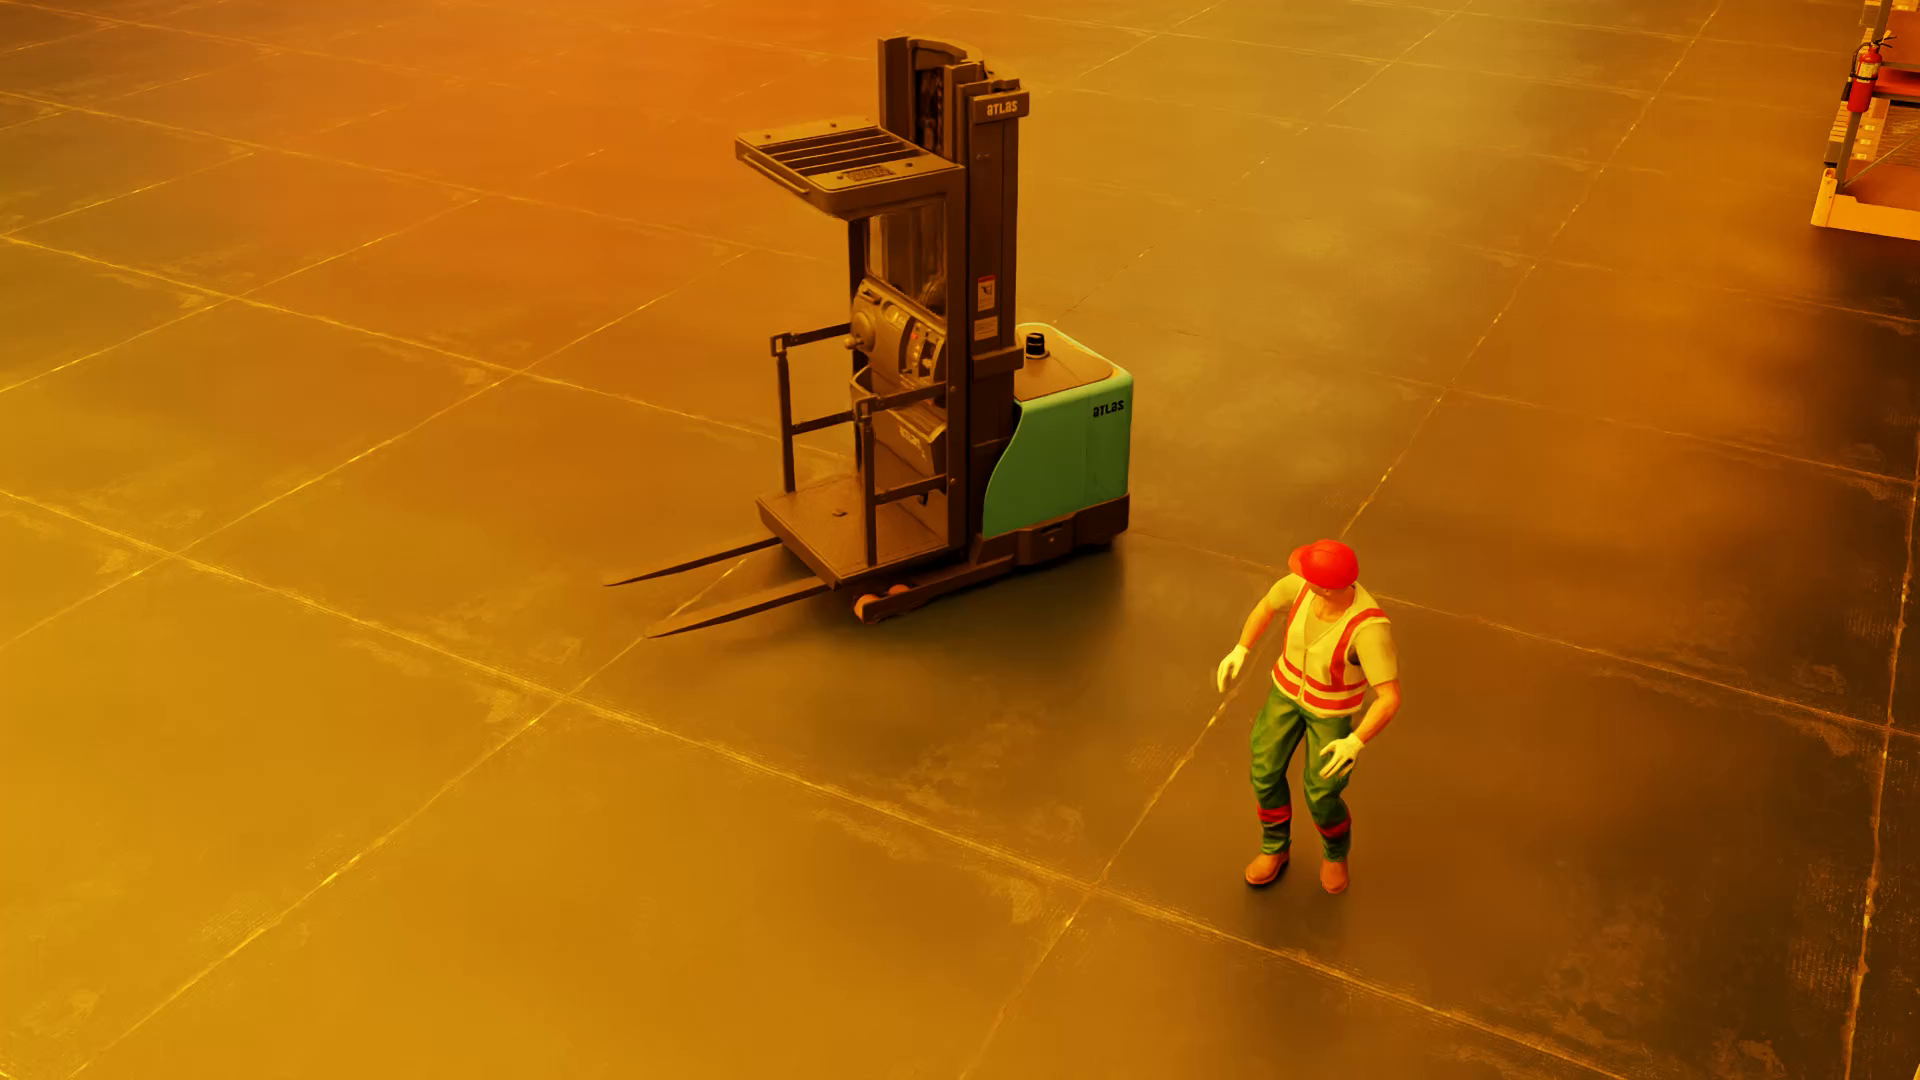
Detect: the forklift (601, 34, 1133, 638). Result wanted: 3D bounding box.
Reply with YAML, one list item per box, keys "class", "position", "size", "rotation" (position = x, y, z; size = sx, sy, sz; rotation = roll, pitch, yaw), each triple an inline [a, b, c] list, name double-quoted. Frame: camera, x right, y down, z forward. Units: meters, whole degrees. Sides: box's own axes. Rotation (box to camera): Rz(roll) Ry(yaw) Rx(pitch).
- class: "forklift"
  position: [-0.518, -1.105, 8.985]
  size: [3.031, 2.935, 1.130]
  rotation: [-17, 34, -27]

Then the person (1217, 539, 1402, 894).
- class: "person"
  position: [1.458, 0.756, 7.018]
  size: [0.784, 1.722, 0.675]
  rotation: [23, 37, 34]
